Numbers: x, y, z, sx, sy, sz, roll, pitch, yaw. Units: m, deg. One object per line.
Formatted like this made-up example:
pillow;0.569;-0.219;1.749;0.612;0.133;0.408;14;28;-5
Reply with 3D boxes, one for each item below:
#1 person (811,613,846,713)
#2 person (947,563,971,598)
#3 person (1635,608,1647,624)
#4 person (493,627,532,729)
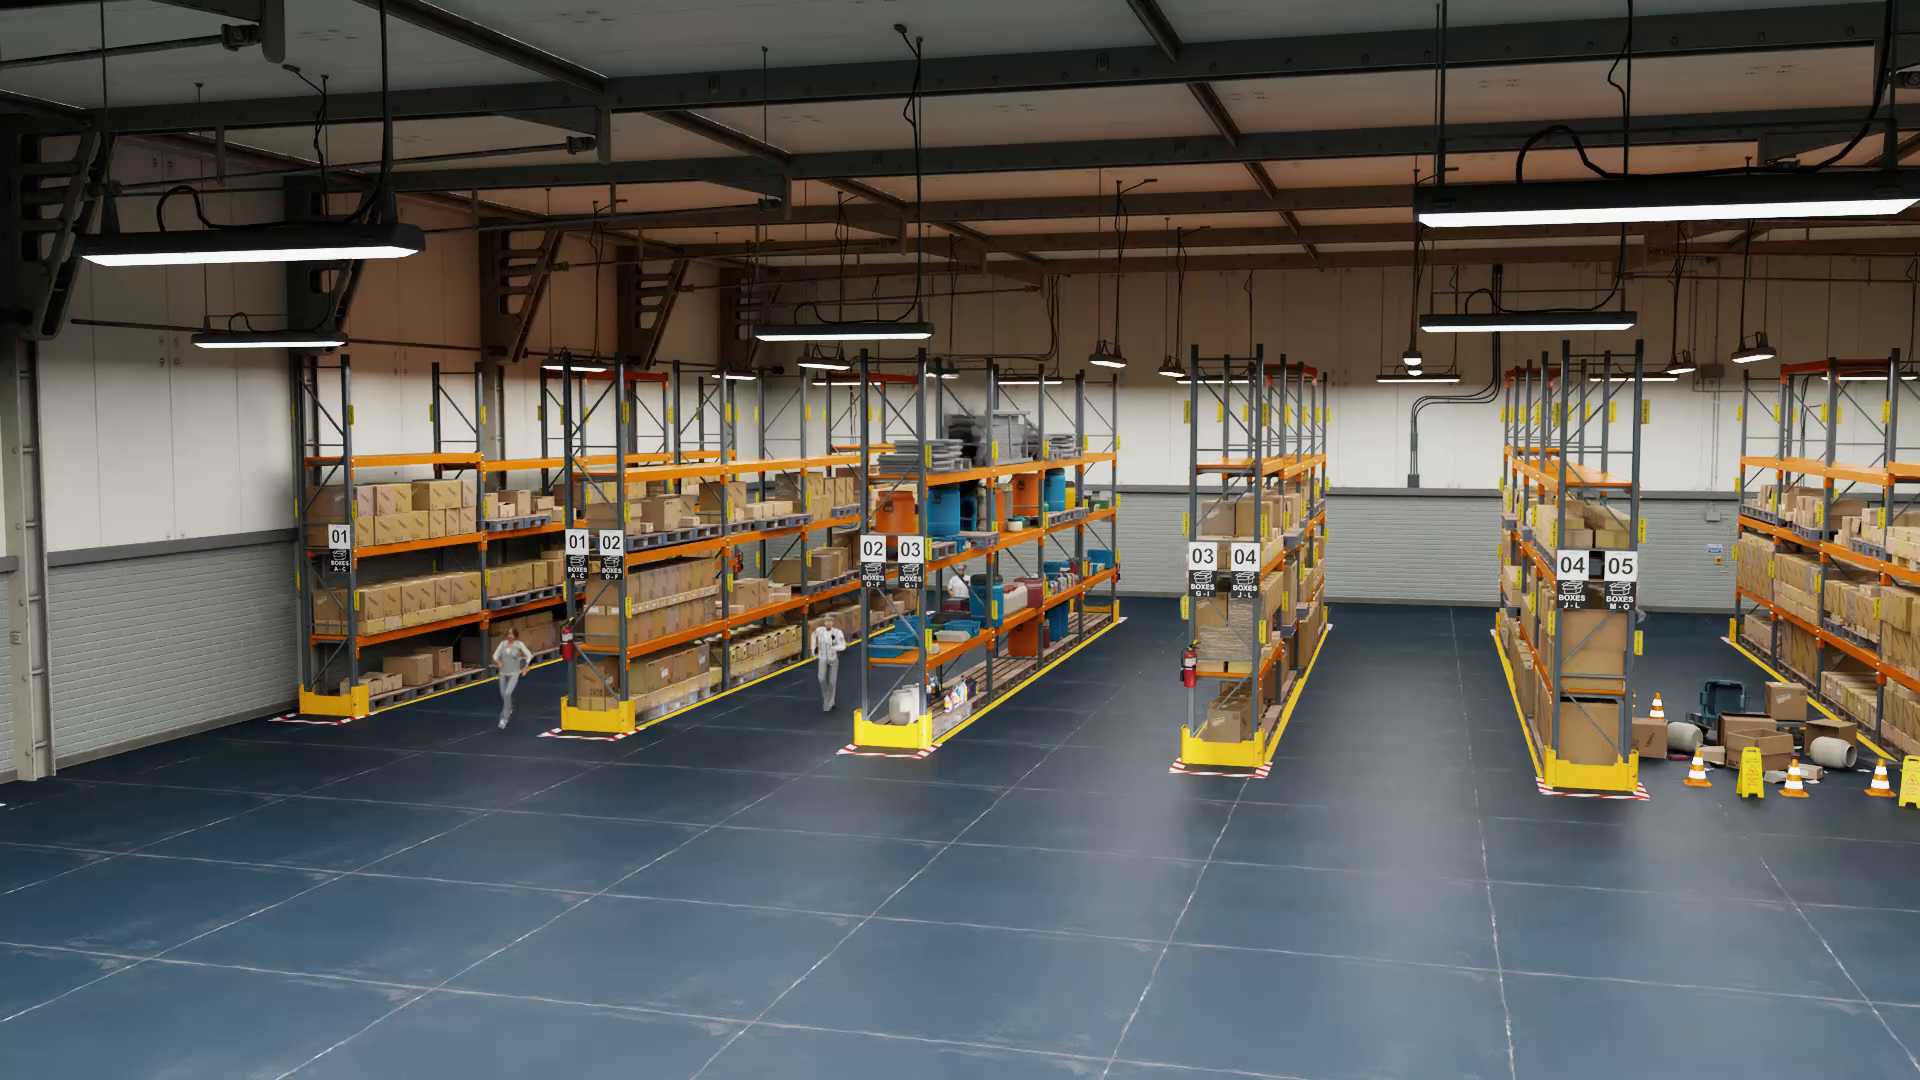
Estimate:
person;-2.229;2.053;28.143;0.638;1.693;0.800;0;4;5
person;0.026;1.379;36.649;0.651;1.743;0.607;1;4;13
person;15.613;1.224;38.944;0.894;1.749;0.726;1;4;10
person;-7.244;2.198;26.864;0.607;1.609;0.755;0;4;4
